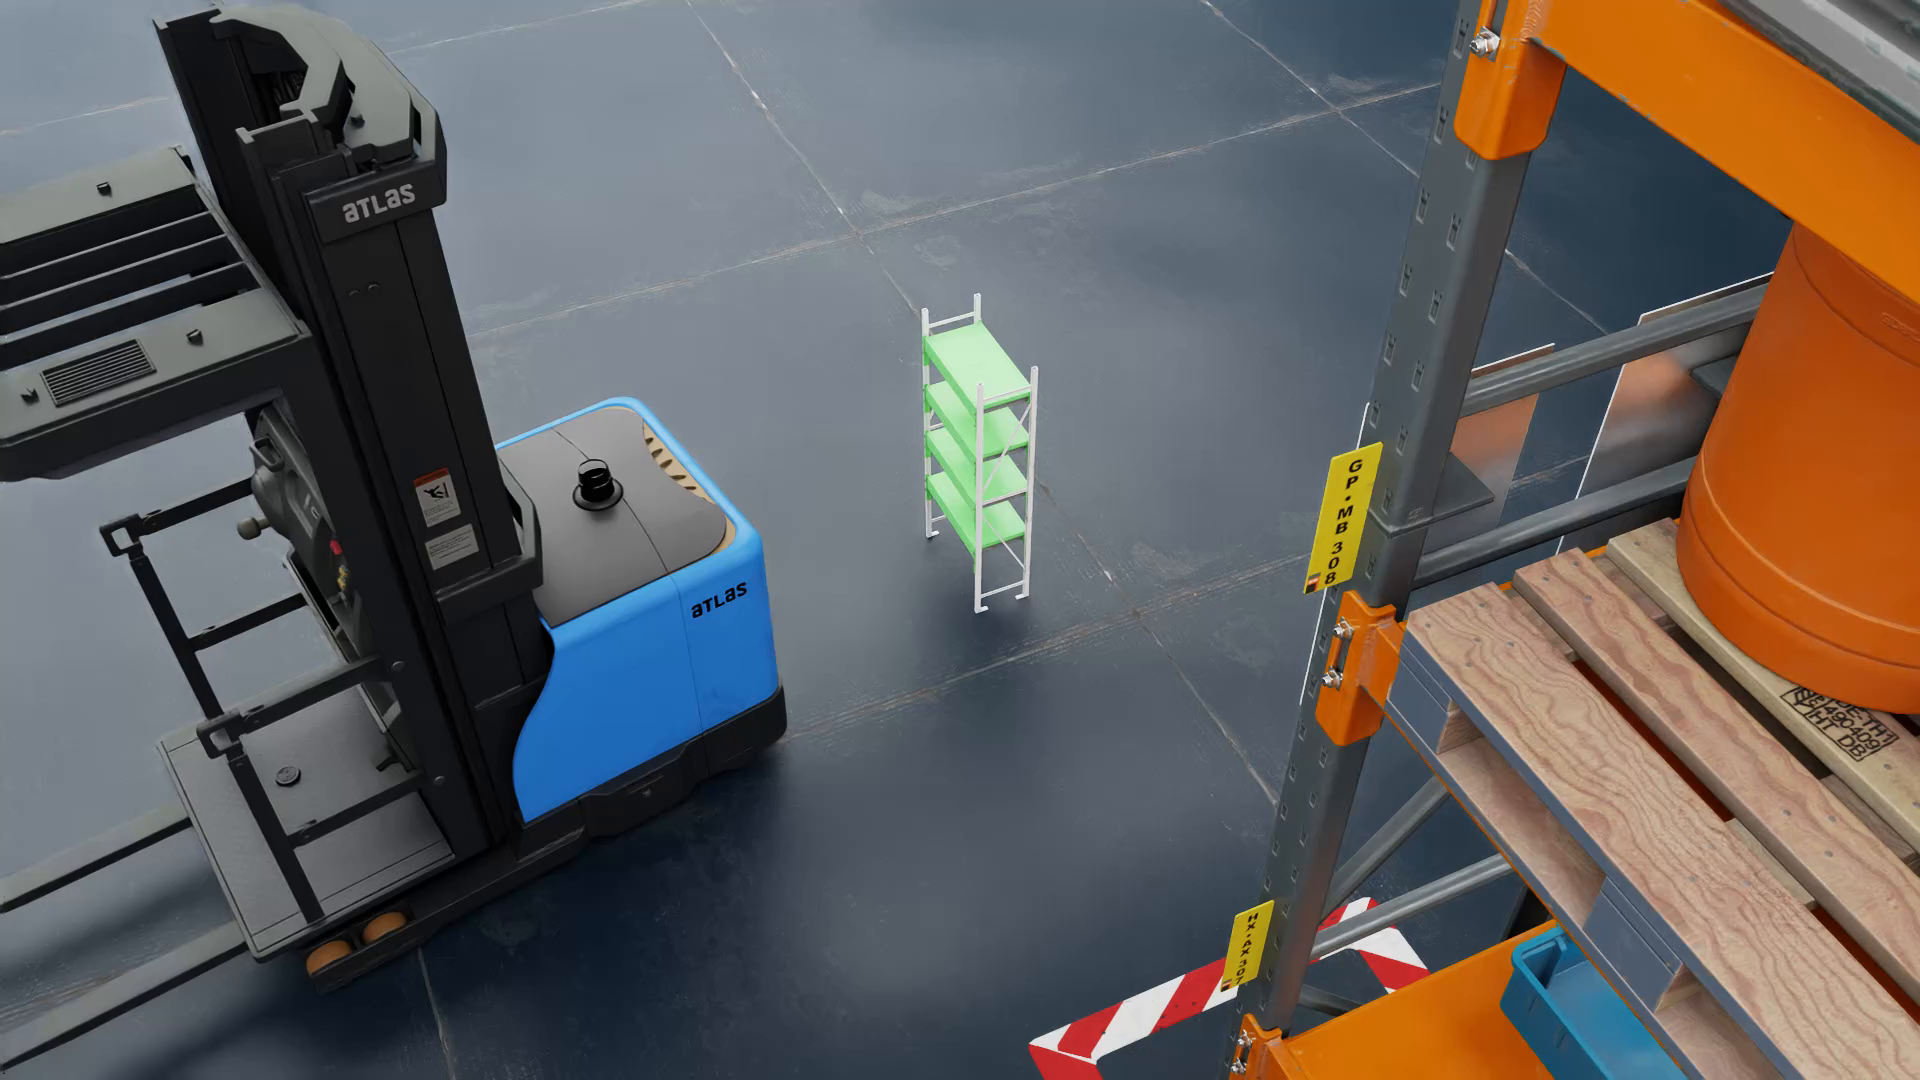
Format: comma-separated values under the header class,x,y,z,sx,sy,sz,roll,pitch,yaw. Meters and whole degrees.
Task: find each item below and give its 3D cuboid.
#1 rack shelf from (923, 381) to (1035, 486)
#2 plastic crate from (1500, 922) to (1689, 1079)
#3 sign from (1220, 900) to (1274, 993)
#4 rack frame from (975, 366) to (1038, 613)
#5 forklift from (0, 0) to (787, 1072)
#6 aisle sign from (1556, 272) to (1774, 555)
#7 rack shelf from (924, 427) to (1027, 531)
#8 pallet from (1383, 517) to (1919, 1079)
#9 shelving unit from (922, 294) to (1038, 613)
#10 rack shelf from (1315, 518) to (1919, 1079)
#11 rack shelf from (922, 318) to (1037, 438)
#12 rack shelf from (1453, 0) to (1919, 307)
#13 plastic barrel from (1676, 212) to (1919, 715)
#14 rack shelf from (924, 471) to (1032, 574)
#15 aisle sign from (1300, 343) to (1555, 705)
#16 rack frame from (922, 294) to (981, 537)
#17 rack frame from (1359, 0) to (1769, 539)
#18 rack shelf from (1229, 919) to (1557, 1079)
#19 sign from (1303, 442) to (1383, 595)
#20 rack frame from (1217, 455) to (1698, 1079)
class,x,y,z,sx,sy,sz,roll,pitch,yaw
rack shelf,0.070,-0.447,6.467,0.258,0.148,0.480,-18,47,-17
plastic crate,1.643,1.162,3.912,0.499,0.251,0.616,-18,47,-17
sign,0.660,0.939,3.834,0.100,0.325,0.005,-18,47,-17
rack frame,0.172,-0.166,6.433,0.240,1.200,0.015,-18,47,-17
forklift,-2.154,0.038,4.994,3.031,2.935,1.130,-26,50,-24
aisle sign,1.401,-0.181,3.315,0.394,0.787,0.004,-18,47,-17
rack shelf,0.070,-0.276,6.635,0.258,0.148,0.480,-18,47,-17
pallet,1.420,0.434,2.542,1.003,0.211,1.213,-18,47,-17
shelving unit,0.070,-0.322,6.591,0.258,1.200,0.503,-18,47,-17
rack shelf,2.002,1.341,2.001,1.077,0.370,4.000,-18,47,-17
rack shelf,0.070,-0.618,6.298,0.258,0.148,0.480,-18,47,-17
rack shelf,2.002,0.416,1.088,1.077,0.370,4.000,-18,47,-17
plastic barrel,1.481,-0.220,2.465,0.600,0.830,0.708,-18,47,-17
rack shelf,0.070,-0.105,6.804,0.258,0.148,0.480,-18,47,-17
aisle sign,0.865,-0.007,3.139,0.394,0.787,0.004,-18,47,-17
rack frame,-0.033,-0.477,6.748,0.240,1.200,0.015,-18,47,-17
rack frame,1.161,-1.257,1.986,1.000,3.000,0.127,-18,47,-17
rack shelf,2.002,2.409,3.054,1.077,0.370,4.000,-18,47,-17
sign,0.660,-0.033,2.875,0.100,0.325,0.005,-18,47,-17
rack frame,1.161,0.878,4.093,1.000,3.000,0.127,-18,47,-17
